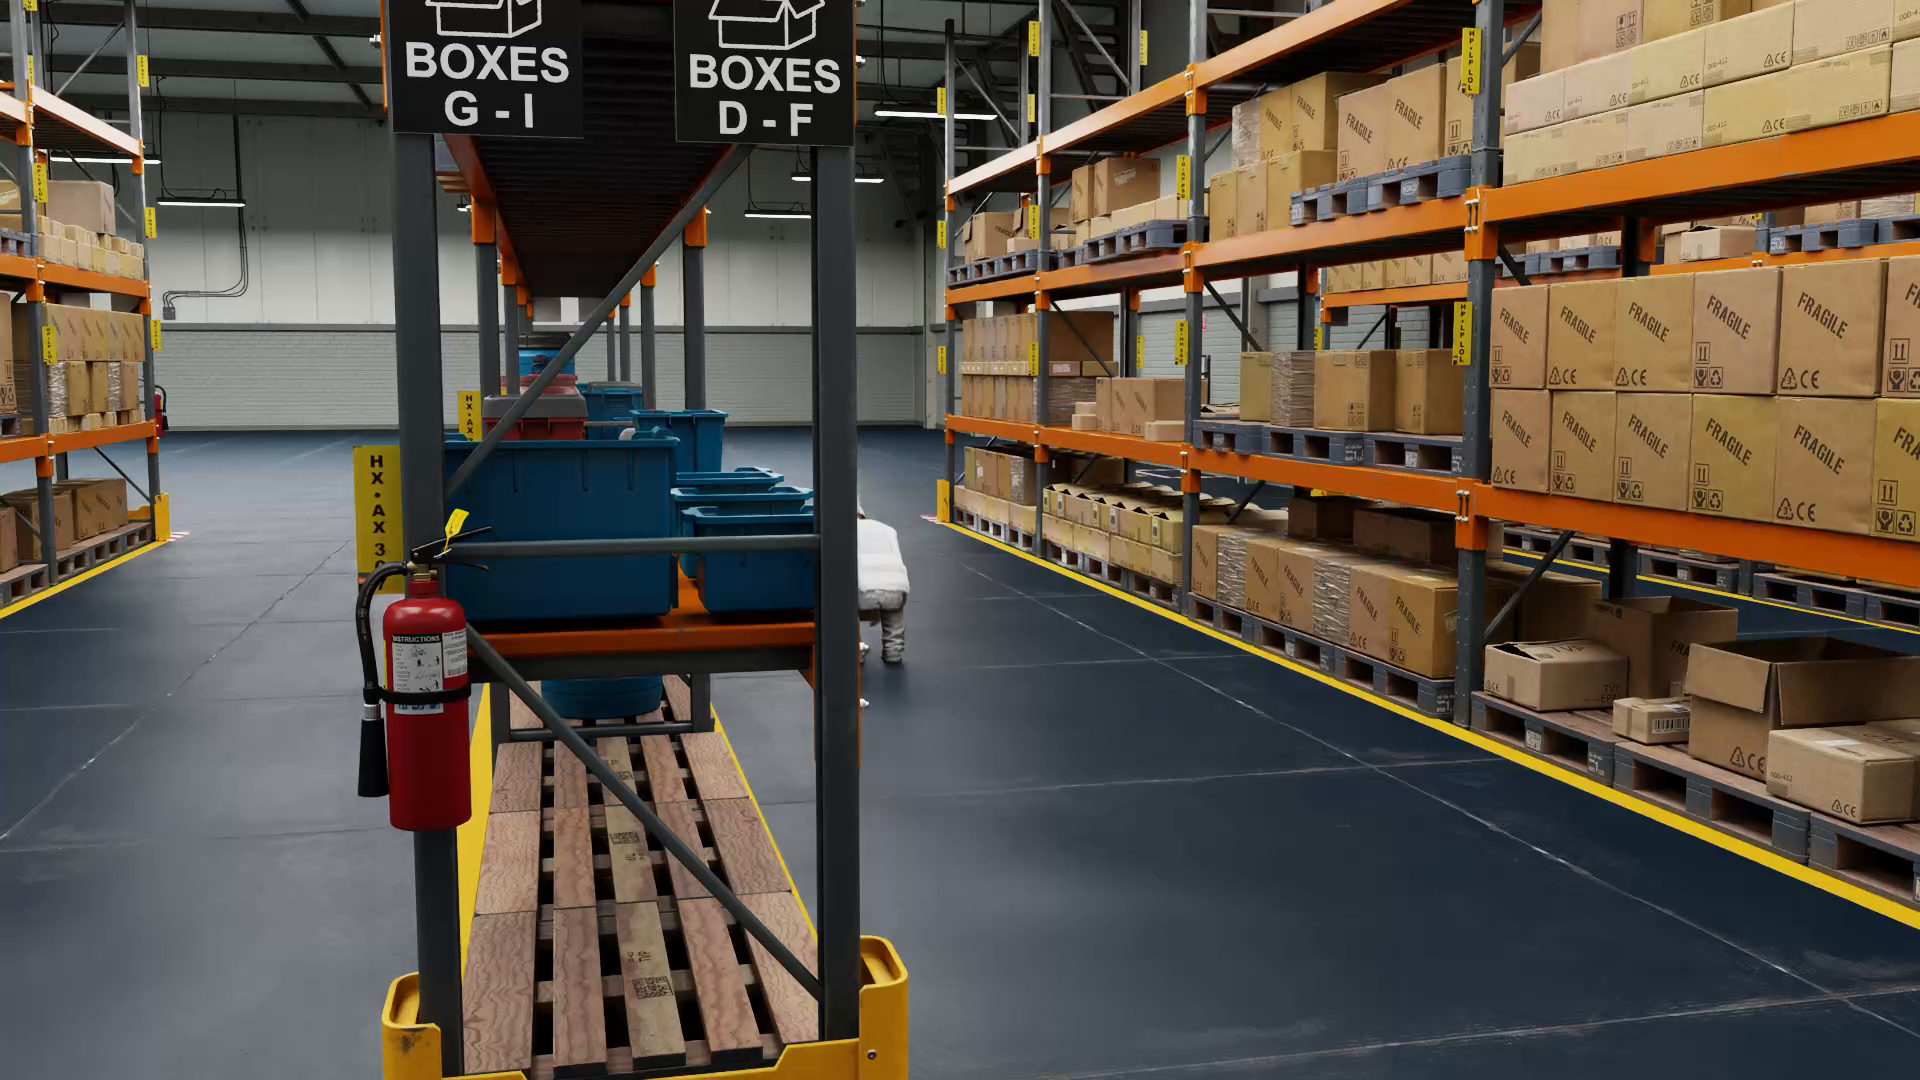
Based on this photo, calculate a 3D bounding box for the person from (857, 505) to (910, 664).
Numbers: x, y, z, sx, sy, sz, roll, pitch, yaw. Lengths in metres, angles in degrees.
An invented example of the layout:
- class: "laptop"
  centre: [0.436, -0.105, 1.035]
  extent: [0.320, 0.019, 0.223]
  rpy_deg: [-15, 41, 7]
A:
- class: "person"
  centre: [-0.640, 0.275, 10.932]
  extent: [0.578, 1.005, 0.919]
  rpy_deg: [-1, 6, -12]
